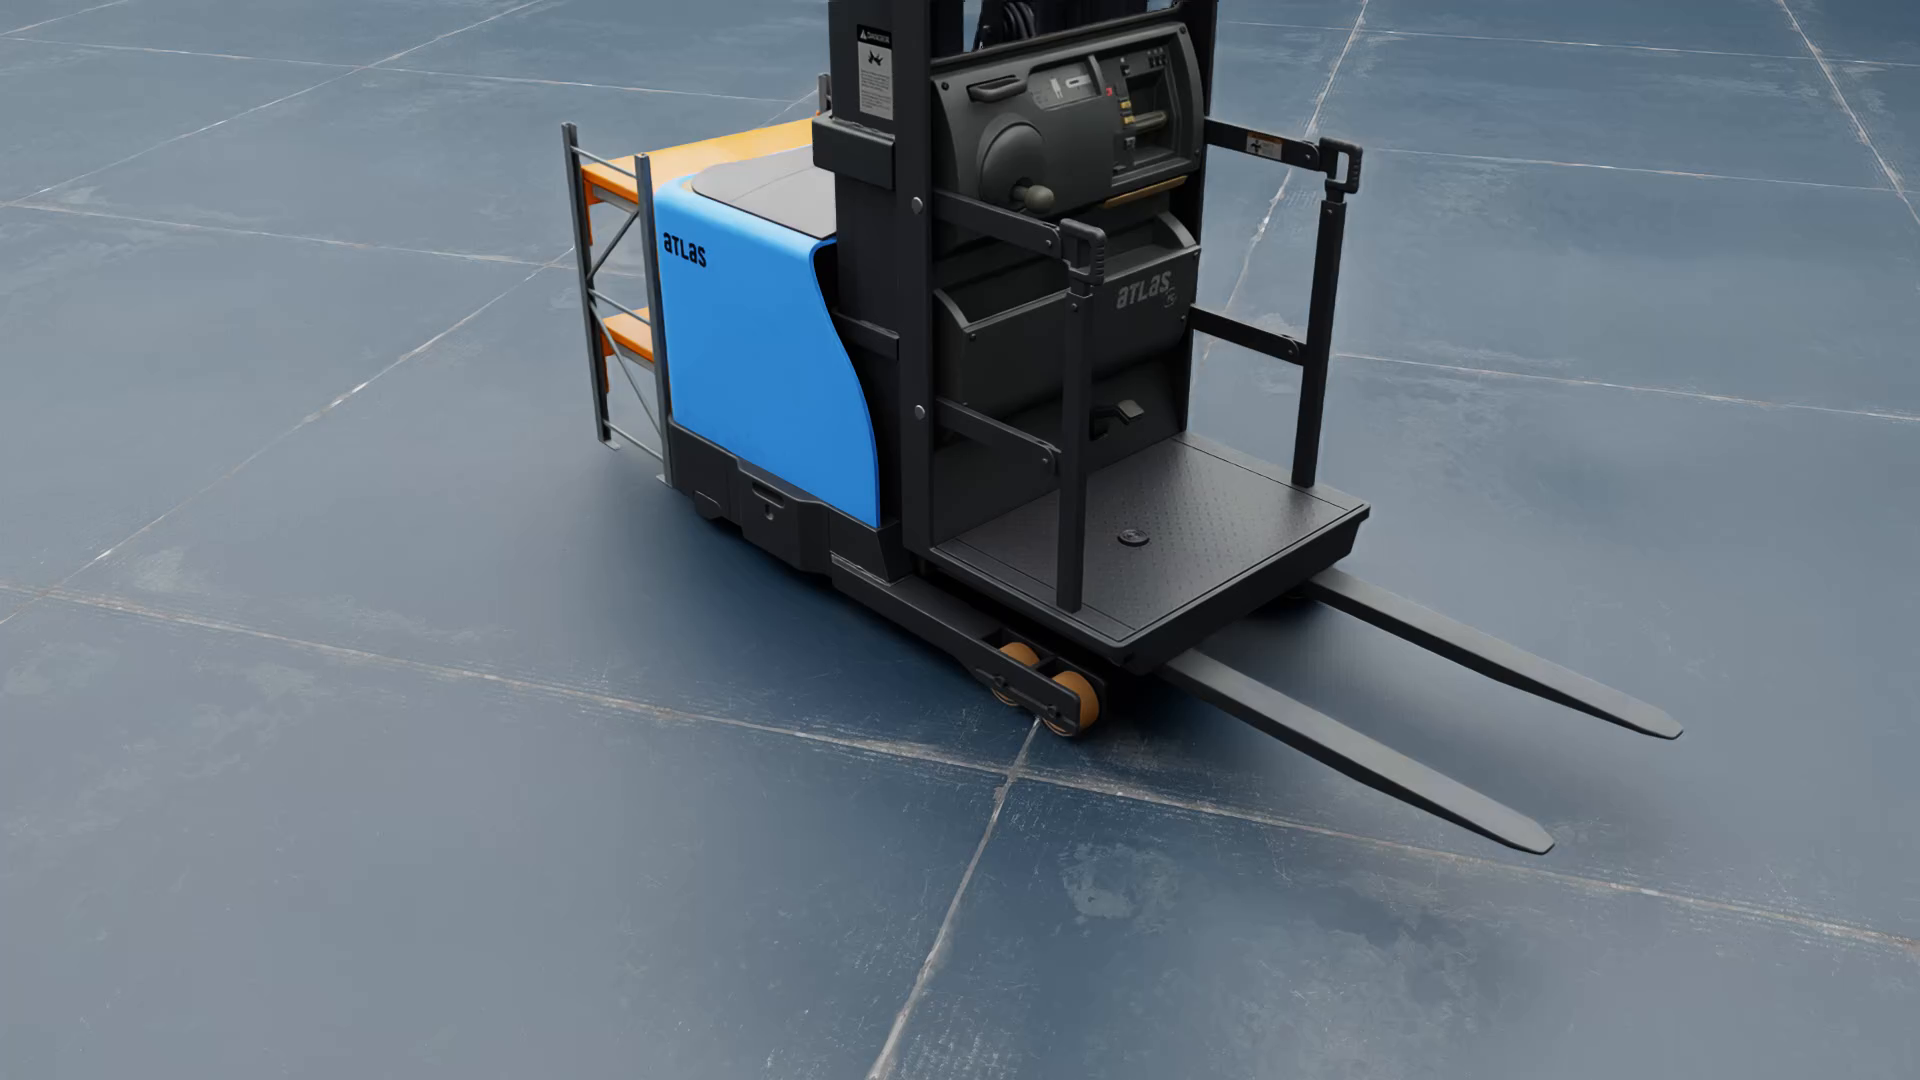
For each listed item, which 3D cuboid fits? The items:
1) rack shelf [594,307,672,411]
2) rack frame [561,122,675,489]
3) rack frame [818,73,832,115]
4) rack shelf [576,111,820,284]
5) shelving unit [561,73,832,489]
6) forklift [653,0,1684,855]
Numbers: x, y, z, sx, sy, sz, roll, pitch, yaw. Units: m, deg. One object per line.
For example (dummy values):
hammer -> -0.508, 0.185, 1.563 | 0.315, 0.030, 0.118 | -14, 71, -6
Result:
rack shelf -> -0.721, -0.704, 5.861 | 1.000, 0.278, 0.538 | -22, 36, -34
rack frame -> -1.110, -0.758, 5.456 | 0.032, 1.125, 0.500 | -22, 36, -34
rack frame -> -0.333, -1.077, 6.029 | 0.032, 1.125, 0.500 | -22, 36, -34
rack shelf -> -0.721, -1.173, 5.600 | 1.000, 0.278, 0.538 | -22, 36, -34
shelving unit -> -0.721, -0.918, 5.742 | 1.048, 1.125, 0.538 | -22, 36, -34
forklift -> 0.447, -1.054, 4.129 | 1.130, 2.935, 3.031 | -25, 38, -37
